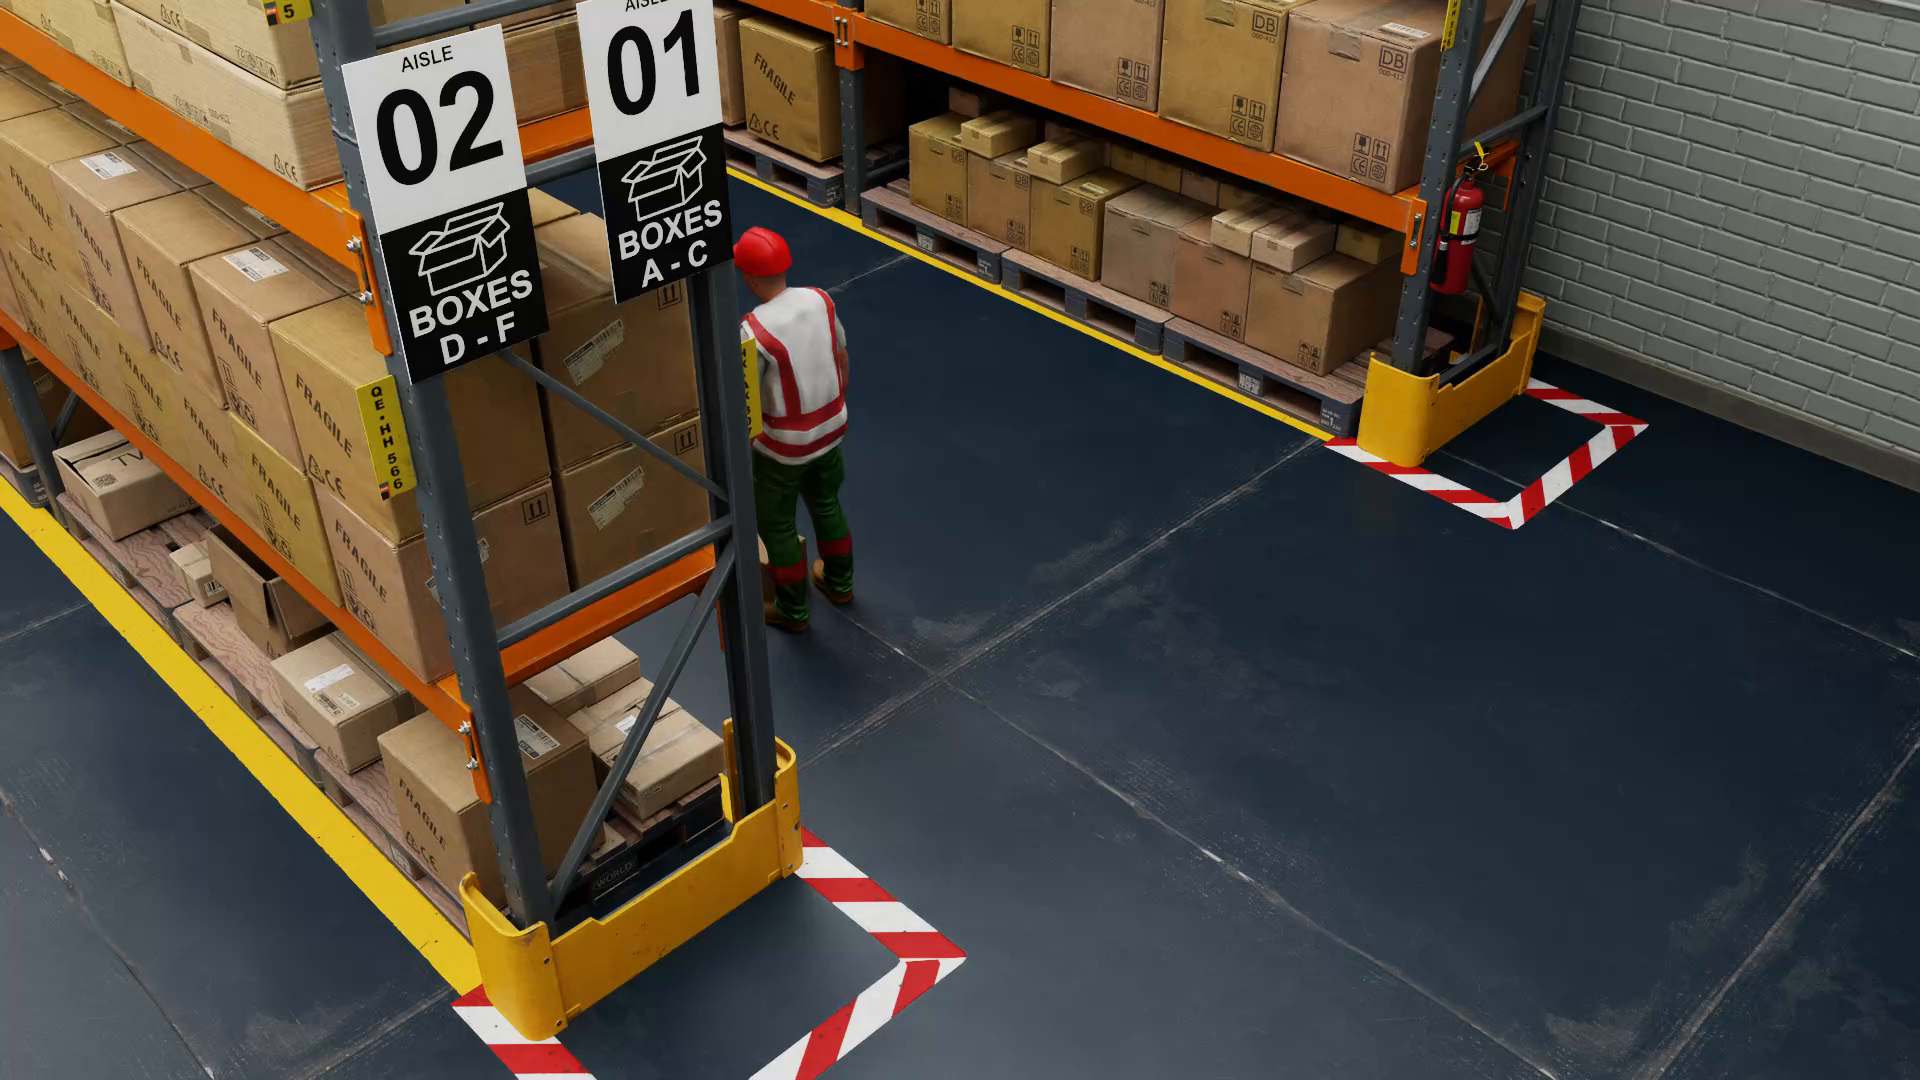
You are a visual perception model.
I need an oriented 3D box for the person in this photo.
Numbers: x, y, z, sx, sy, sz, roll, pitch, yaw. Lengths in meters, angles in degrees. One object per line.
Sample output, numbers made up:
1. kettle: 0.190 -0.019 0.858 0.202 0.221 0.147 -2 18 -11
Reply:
1. person: -0.691 -0.424 6.735 0.450 1.780 0.623 28 44 34
